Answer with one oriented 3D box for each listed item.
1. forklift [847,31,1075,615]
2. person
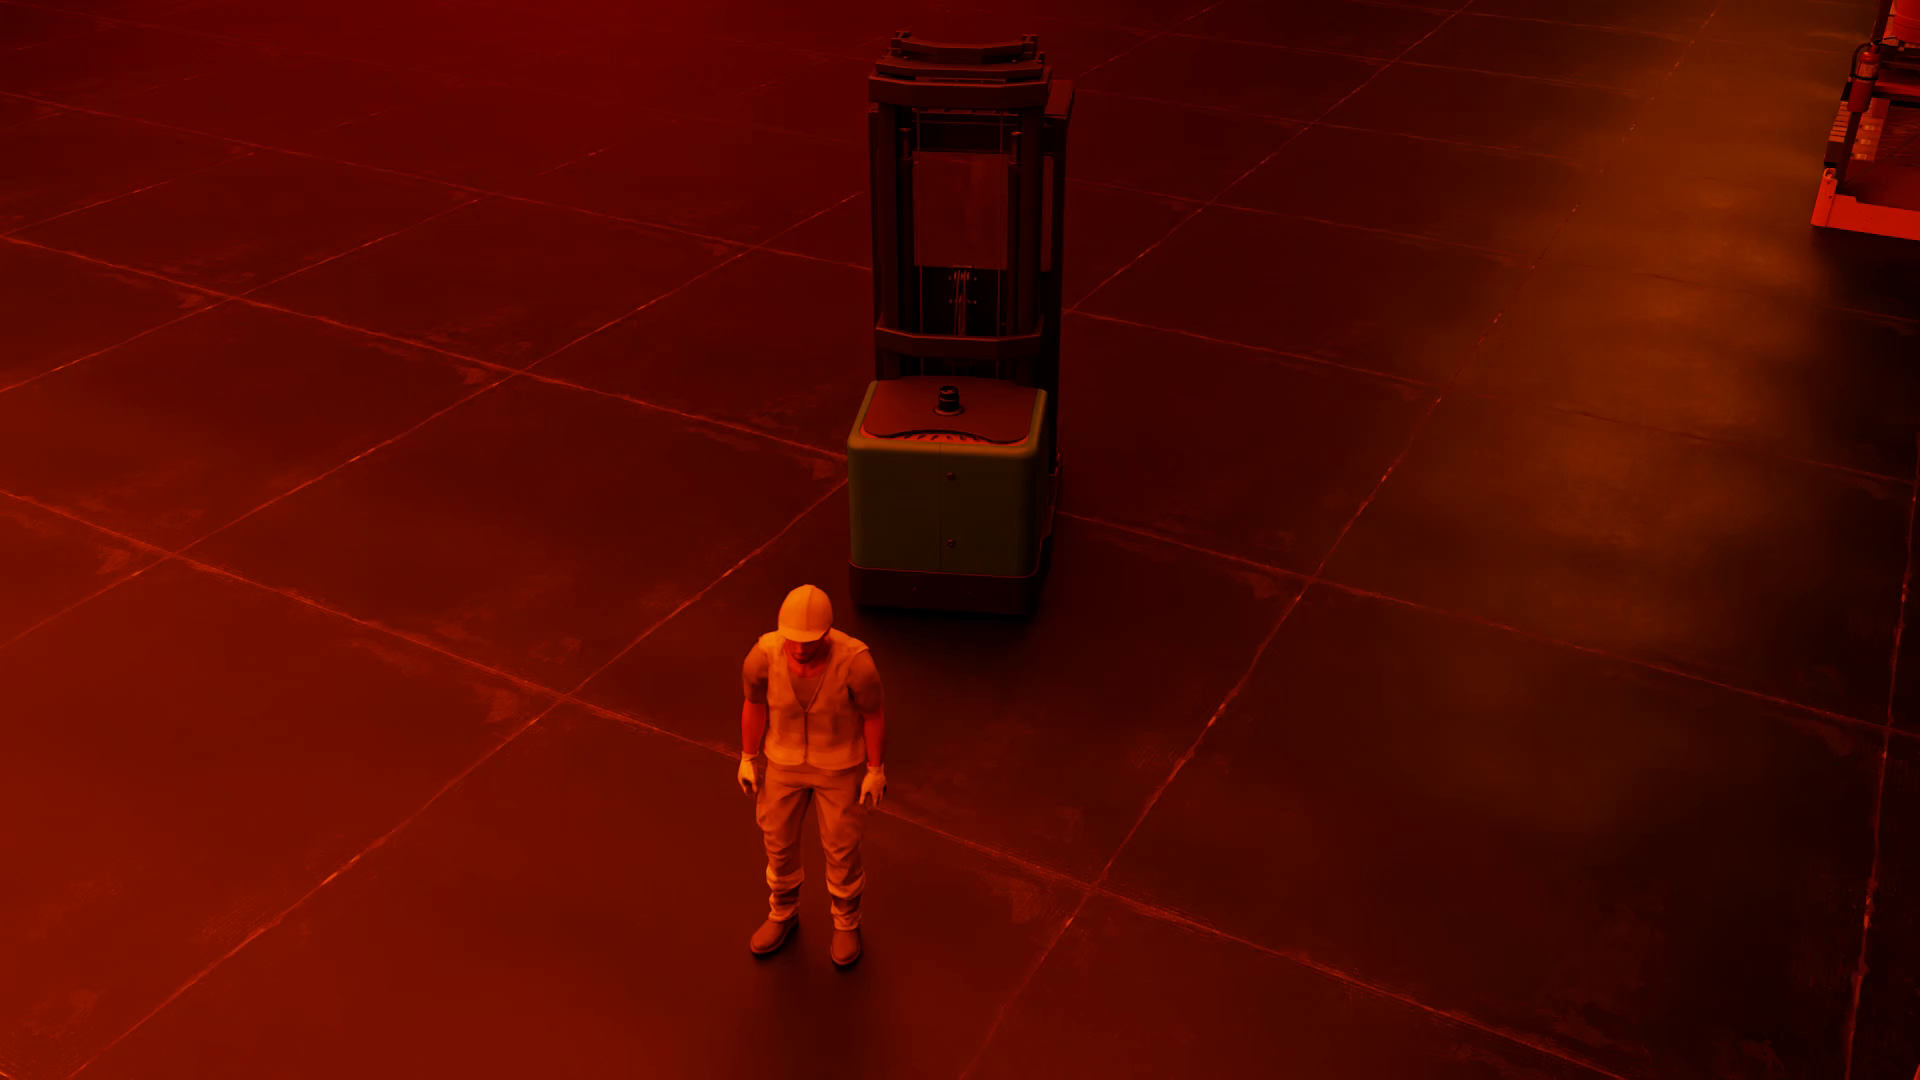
[{"bbox_3d":[0.072,-1.572,9.794,1.130,2.935,3.031,3,30,6],"label":"forklift"},{"bbox_3d":[-0.590,0.920,6.634,0.609,1.777,0.453,4,30,8],"label":"person"}]
